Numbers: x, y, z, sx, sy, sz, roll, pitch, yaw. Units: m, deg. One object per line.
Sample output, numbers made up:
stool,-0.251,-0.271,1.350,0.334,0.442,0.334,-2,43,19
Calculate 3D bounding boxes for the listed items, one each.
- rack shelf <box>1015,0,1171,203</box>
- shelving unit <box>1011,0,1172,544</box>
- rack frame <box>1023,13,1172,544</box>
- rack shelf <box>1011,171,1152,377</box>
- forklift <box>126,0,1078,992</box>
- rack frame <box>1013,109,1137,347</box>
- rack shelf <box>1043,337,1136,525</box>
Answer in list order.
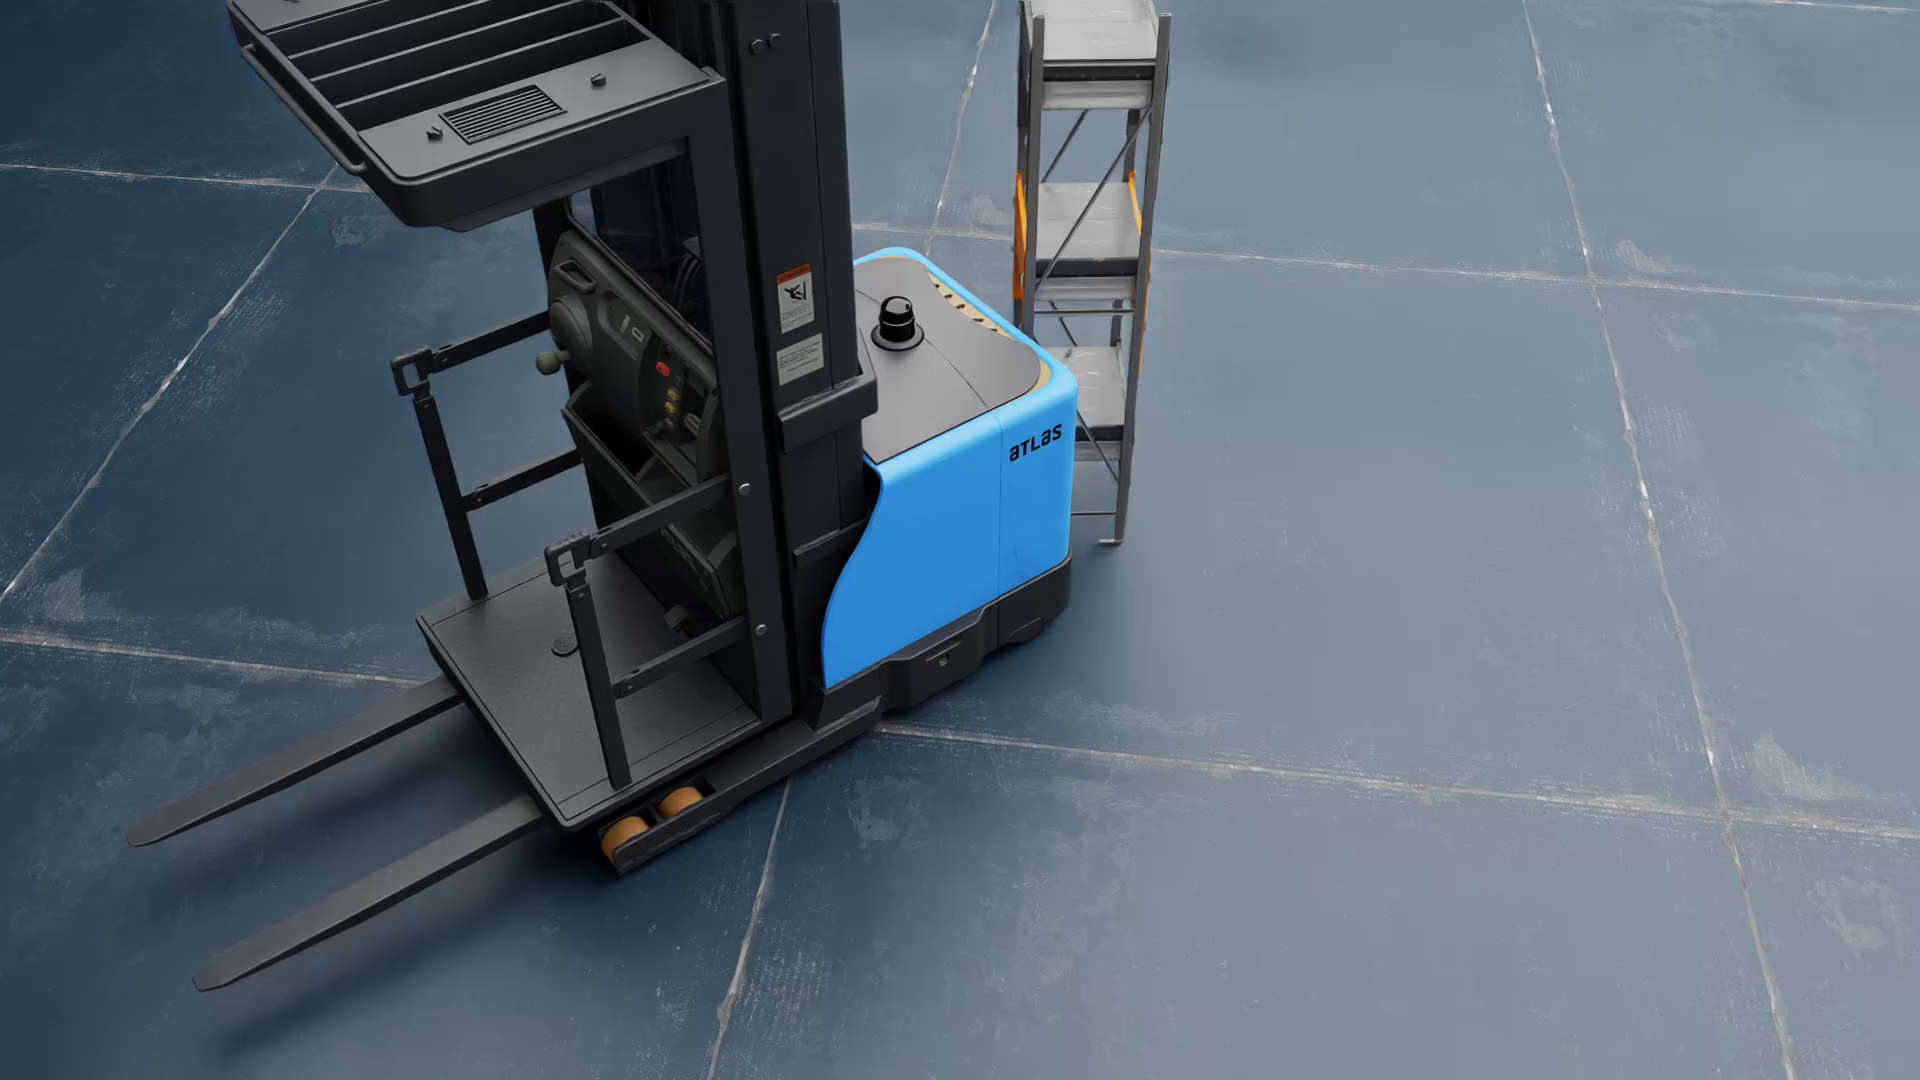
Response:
rack shelf,0.403,-1.416,5.220,0.431,0.518,0.480,-1,43,-1
shelving unit,0.403,-0.917,5.692,0.431,2.100,0.503,-1,43,-1
rack frame,0.411,-0.750,5.515,0.400,2.100,0.015,-1,43,-1
rack shelf,0.403,-0.907,5.701,0.431,0.518,0.480,-1,43,-1
forklift,-1.095,-0.458,4.602,3.031,2.935,1.130,-27,50,-26
rack frame,0.396,-1.085,5.869,0.400,2.100,0.015,-1,43,-1
rack shelf,0.403,-0.399,6.182,0.431,0.518,0.480,-1,43,-1
